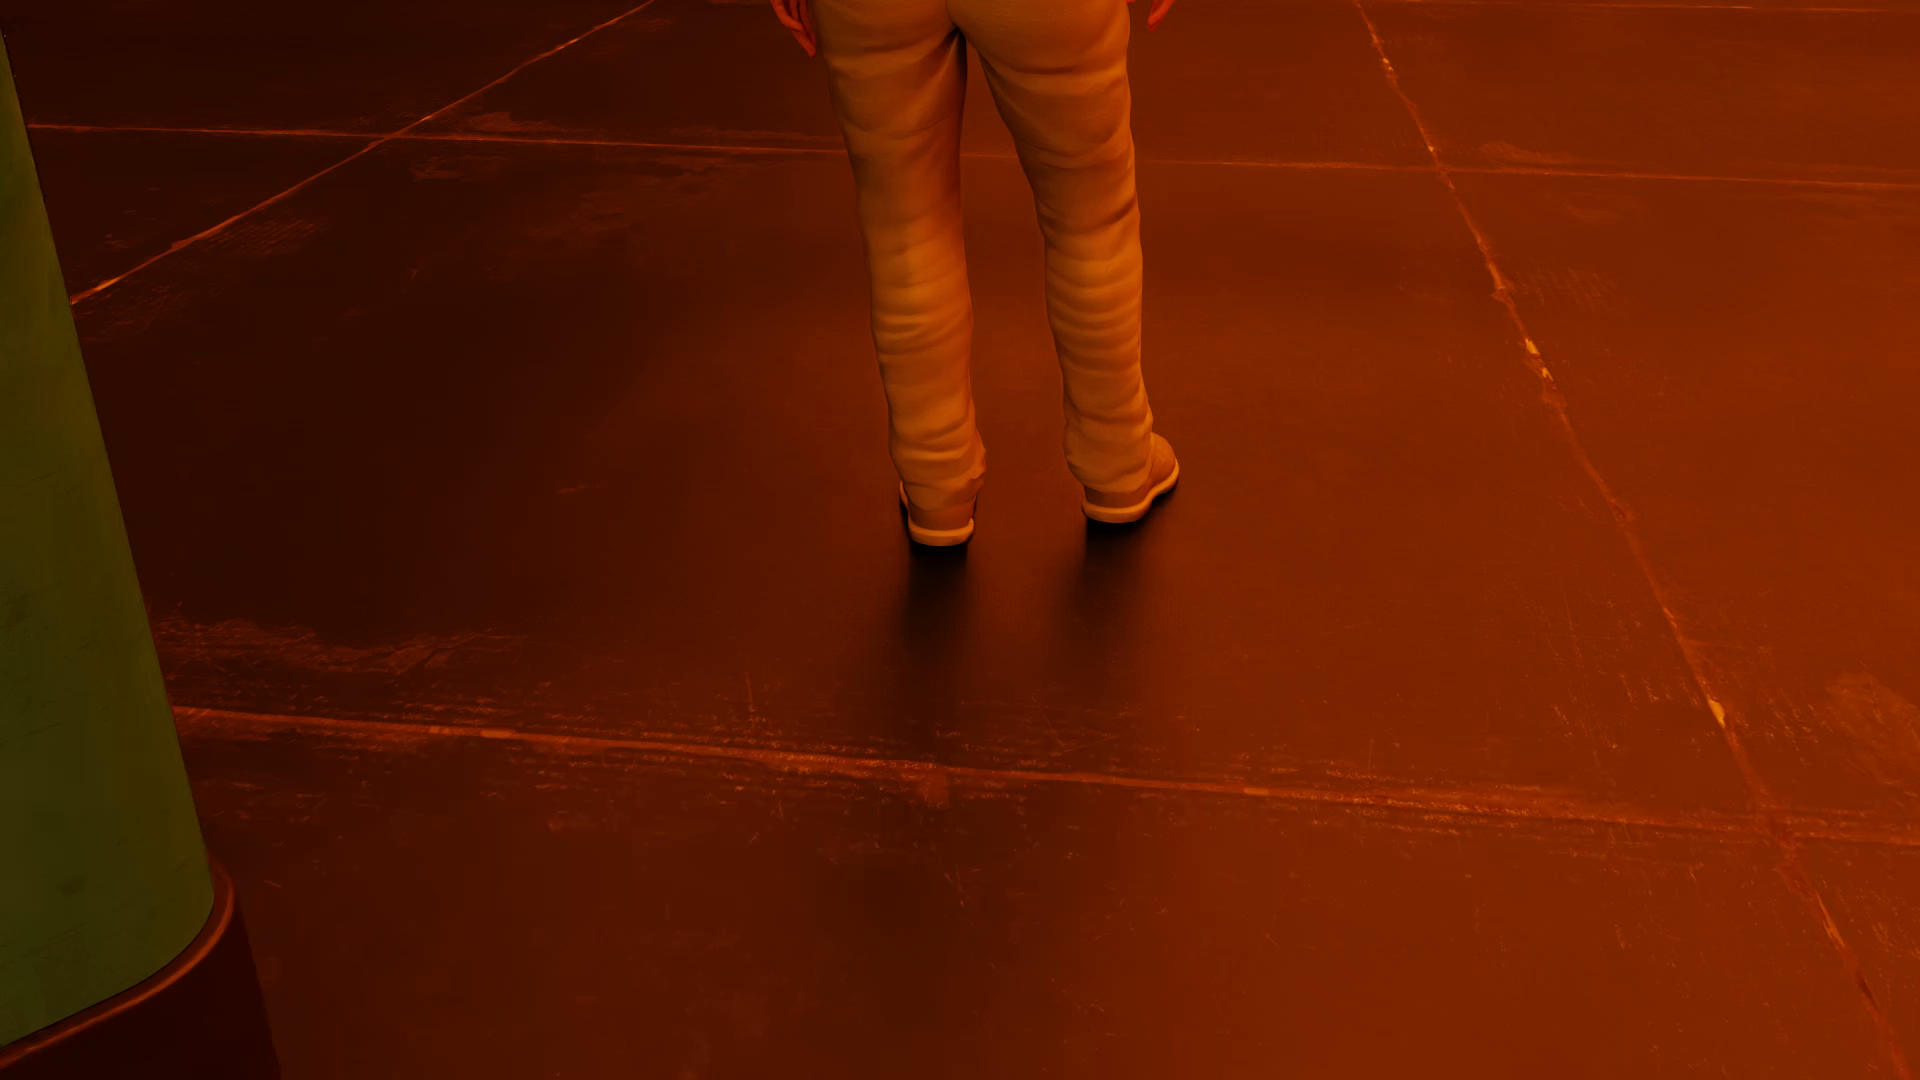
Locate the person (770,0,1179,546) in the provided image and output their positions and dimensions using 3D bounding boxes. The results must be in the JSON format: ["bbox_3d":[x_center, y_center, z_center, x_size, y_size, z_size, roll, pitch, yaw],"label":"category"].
[{"bbox_3d":[0.033,-0.784,2.190,0.598,1.670,0.529,3,27,7],"label":"person"}]
